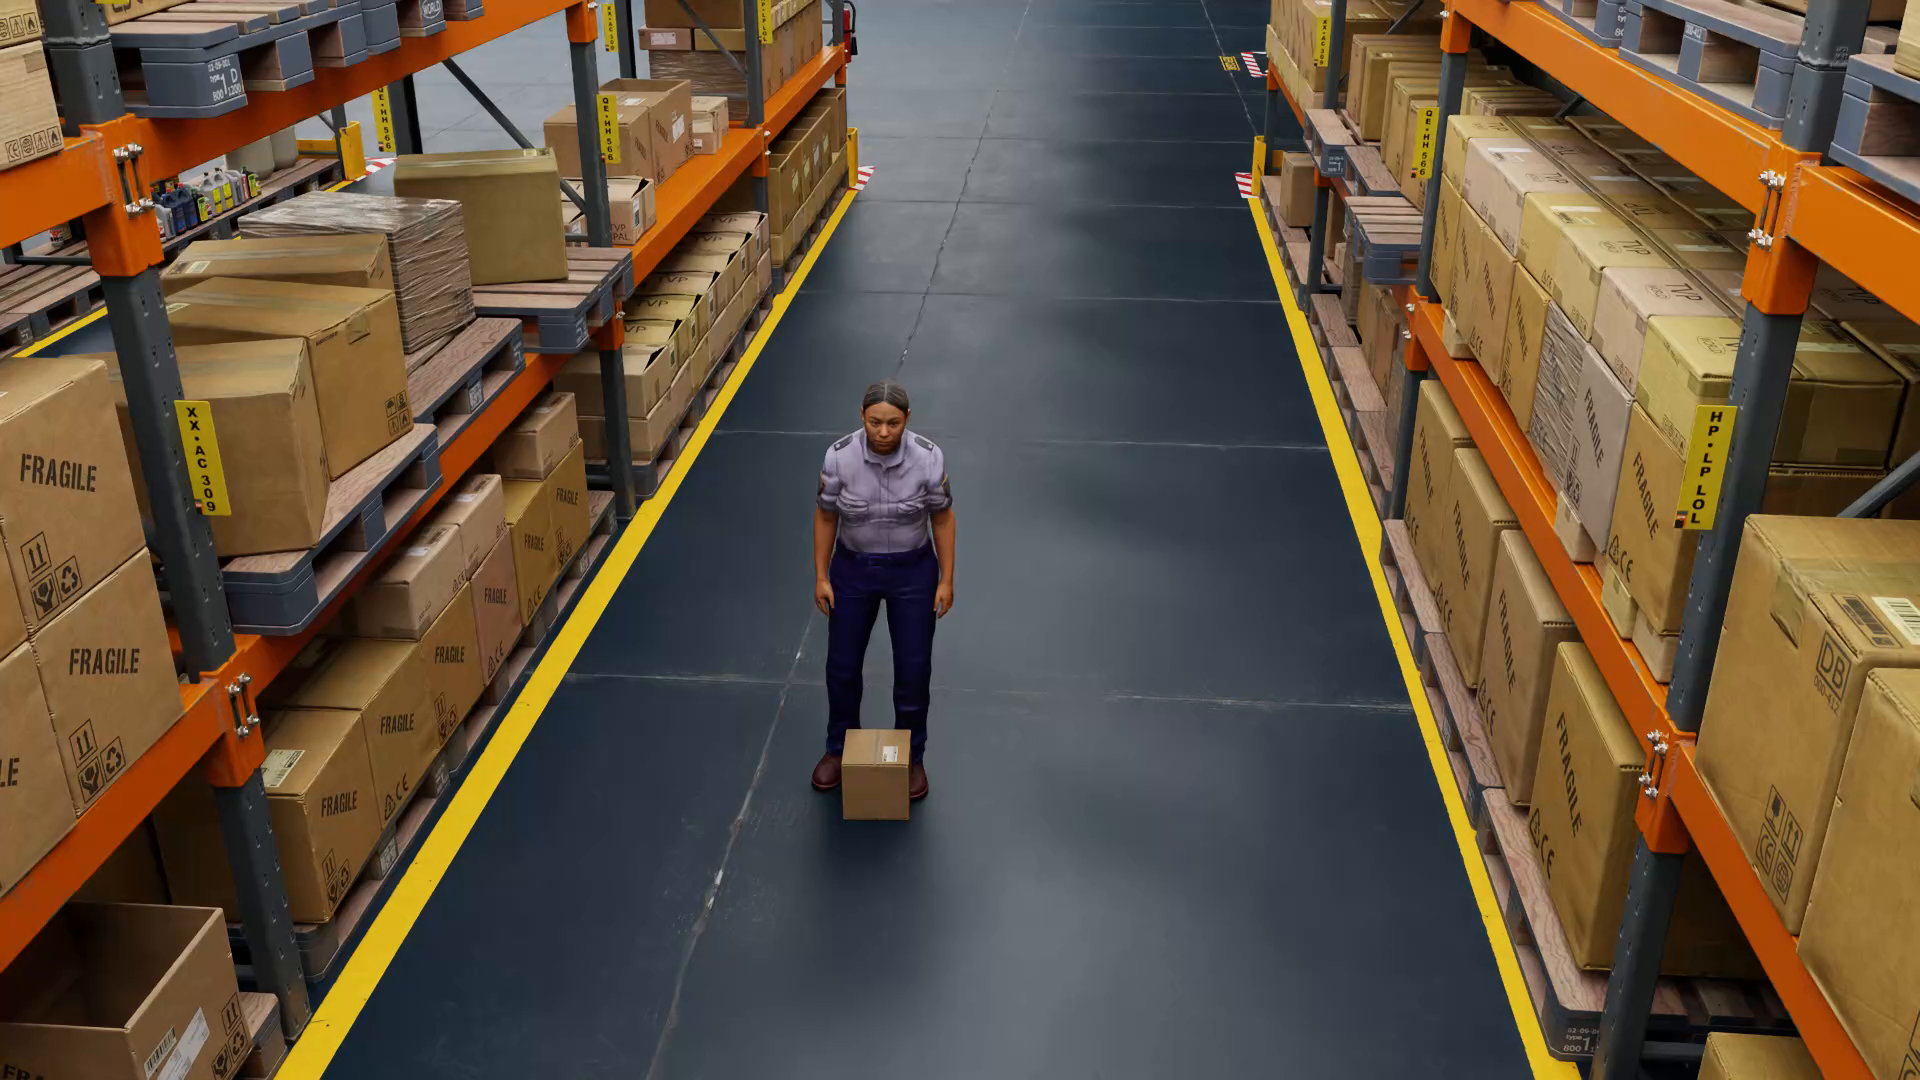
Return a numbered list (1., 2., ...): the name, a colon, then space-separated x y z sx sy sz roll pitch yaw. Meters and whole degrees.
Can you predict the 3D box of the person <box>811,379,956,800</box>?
1. person: -0.299 0.171 6.242 0.564 1.652 0.422 1 25 1
